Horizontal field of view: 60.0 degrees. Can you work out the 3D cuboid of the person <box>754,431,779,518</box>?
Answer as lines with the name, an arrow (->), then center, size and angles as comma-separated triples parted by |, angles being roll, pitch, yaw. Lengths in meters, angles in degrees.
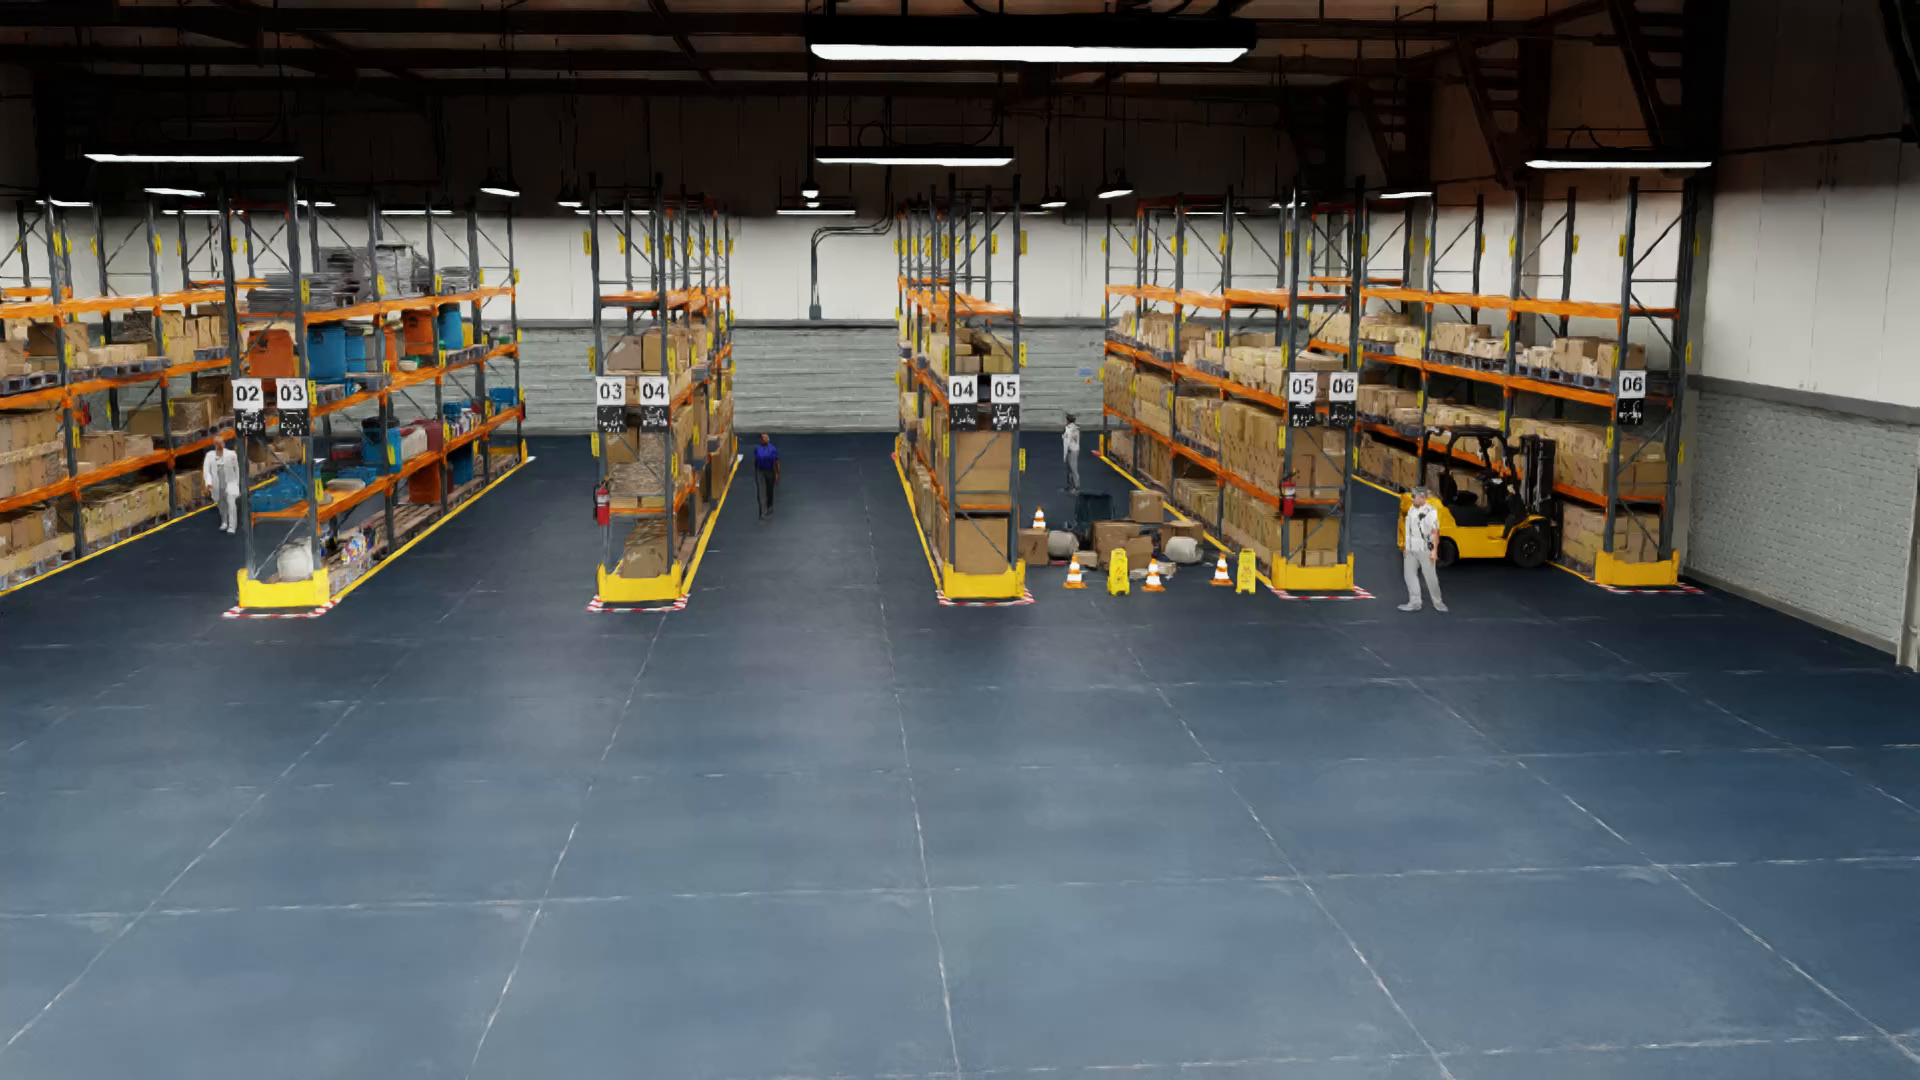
person -> -3.616, -1.244, 31.113 | 0.463, 1.596, 0.998 | -1, 10, -6

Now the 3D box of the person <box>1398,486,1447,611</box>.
person -> 6.446, 0.115, 23.080 | 0.556, 1.747, 0.655 | -6, 12, -31

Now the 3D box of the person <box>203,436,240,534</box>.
person -> -12.948, -0.975, 29.188 | 0.577, 1.716, 1.104 | -2, 10, -13

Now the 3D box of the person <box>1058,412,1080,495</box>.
person -> 2.240, -1.777, 33.893 | 0.550, 1.661, 0.586 | 4, 11, 21
